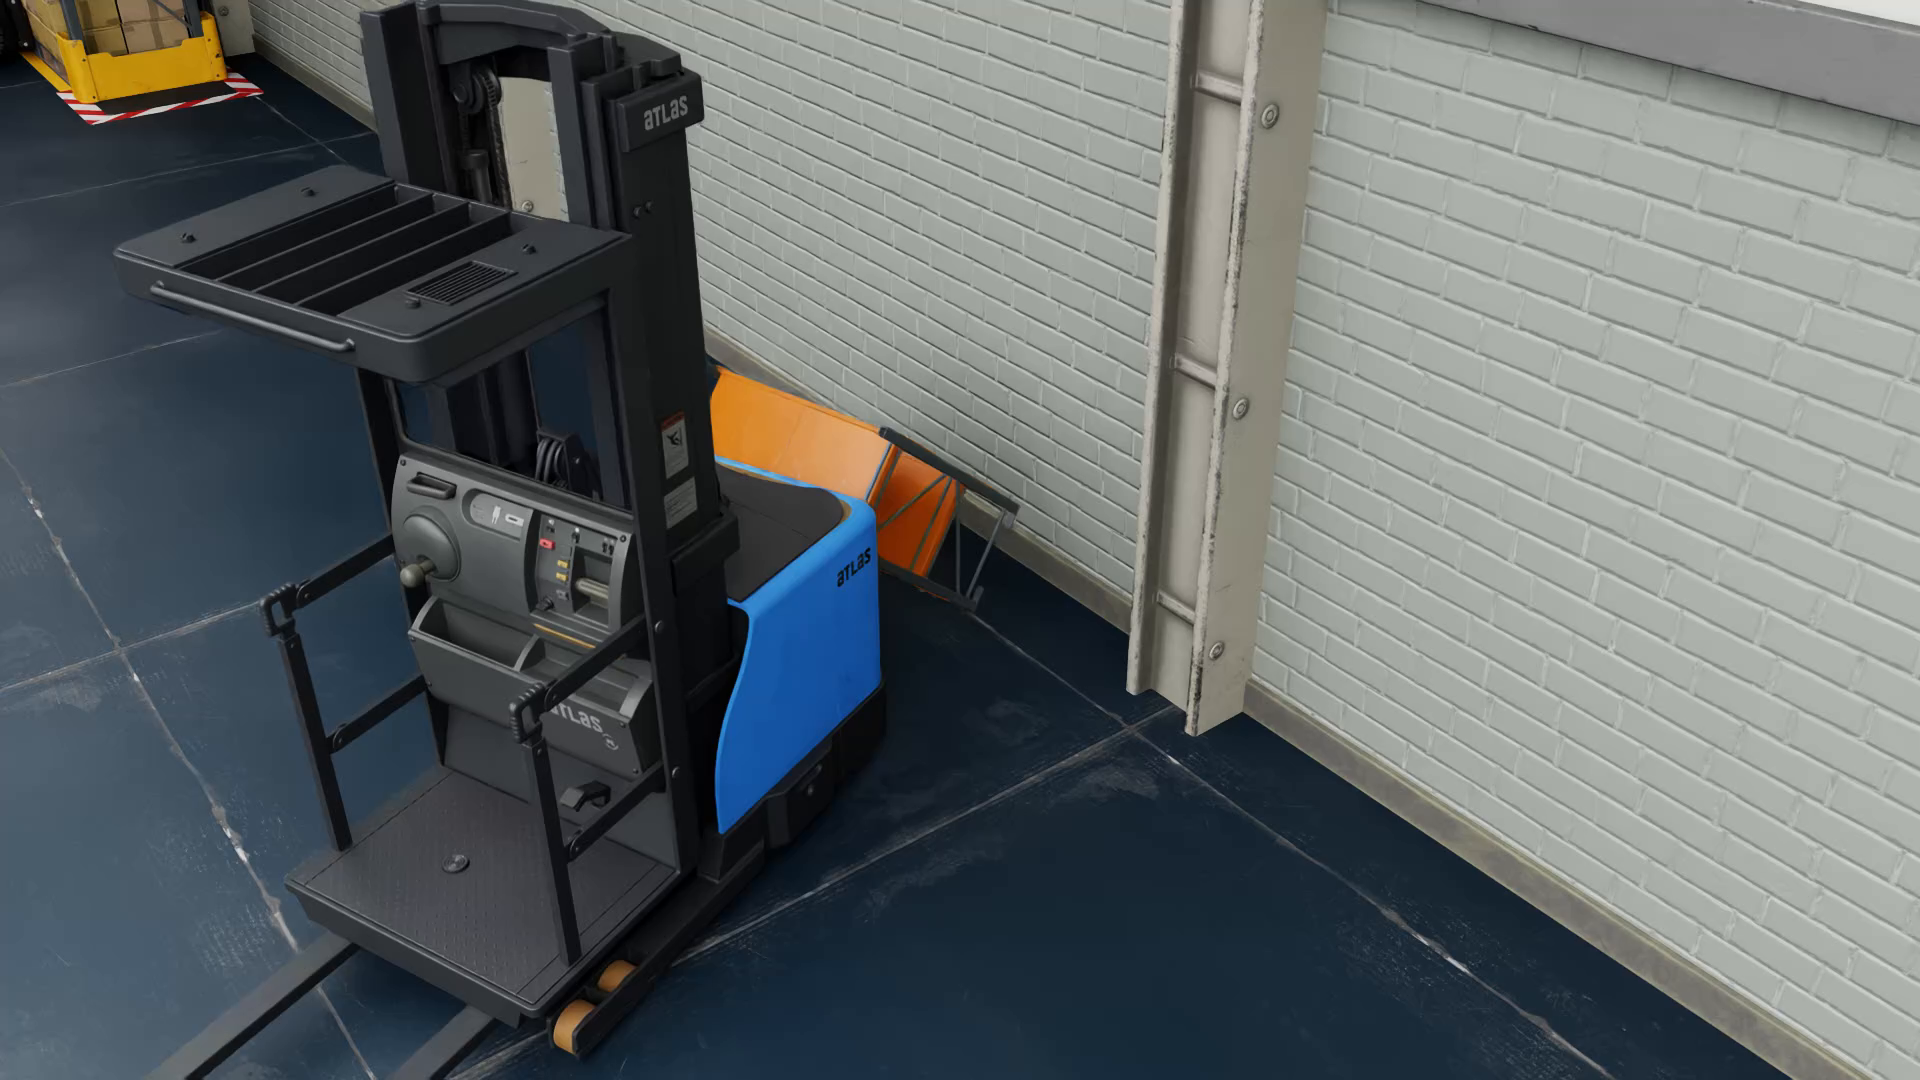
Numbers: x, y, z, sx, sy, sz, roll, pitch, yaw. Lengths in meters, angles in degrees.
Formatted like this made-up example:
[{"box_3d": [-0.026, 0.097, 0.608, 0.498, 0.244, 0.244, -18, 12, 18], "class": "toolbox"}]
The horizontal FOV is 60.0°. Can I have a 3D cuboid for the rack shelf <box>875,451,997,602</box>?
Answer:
[{"box_3d": [-0.400, -0.167, 7.196, 1.000, 0.538, 0.278, 22, -3, 32], "class": "rack shelf"}]

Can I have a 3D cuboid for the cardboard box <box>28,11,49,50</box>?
[{"box_3d": [-7.564, -4.368, 14.148, 0.500, 0.250, 0.500, -22, 38, -31], "class": "cardboard box"}]

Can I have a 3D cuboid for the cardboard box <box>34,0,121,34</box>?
[{"box_3d": [-7.274, -4.378, 13.691, 0.500, 0.250, 0.500, -23, 38, -32], "class": "cardboard box"}]

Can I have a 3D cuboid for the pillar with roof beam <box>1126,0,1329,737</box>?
[{"box_3d": [-2.486, -1.790, 2.103, 9.100, 9.000, 0.400, -22, 38, -31], "class": "pillar with roof beam"}]

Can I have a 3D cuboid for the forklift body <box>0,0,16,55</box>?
[{"box_3d": [-9.333, -4.893, 13.590, 2.313, 2.155, 1.214, -22, 38, -31], "class": "forklift body"}]

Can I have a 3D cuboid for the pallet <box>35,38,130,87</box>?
[{"box_3d": [-7.231, -4.175, 14.271, 1.003, 0.211, 1.213, -22, 38, -31], "class": "pallet"}]

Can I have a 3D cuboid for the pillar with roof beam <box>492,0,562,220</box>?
[{"box_3d": [-6.165, -4.291, 6.129, 9.100, 9.000, 0.400, -22, 38, -31], "class": "pillar with roof beam"}]

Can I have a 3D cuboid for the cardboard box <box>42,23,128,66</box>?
[{"box_3d": [-7.267, -4.158, 13.810, 0.500, 0.250, 0.500, -22, 38, -31], "class": "cardboard box"}]

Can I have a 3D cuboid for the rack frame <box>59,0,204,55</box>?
[{"box_3d": [-6.729, -5.054, 13.044, 1.000, 3.000, 0.127, -22, 38, -31], "class": "rack frame"}]

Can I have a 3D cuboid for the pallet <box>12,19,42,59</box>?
[{"box_3d": [-7.975, -4.683, 15.089, 1.003, 0.211, 1.213, -22, 38, -31], "class": "pallet"}]

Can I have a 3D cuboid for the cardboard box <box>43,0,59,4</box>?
[{"box_3d": [-7.258, -4.580, 13.542, 0.500, 0.250, 0.500, -21, 37, -30], "class": "cardboard box"}]

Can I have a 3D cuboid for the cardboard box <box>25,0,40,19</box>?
[{"box_3d": [-7.573, -4.591, 14.033, 0.500, 0.250, 0.500, -23, 38, -32], "class": "cardboard box"}]

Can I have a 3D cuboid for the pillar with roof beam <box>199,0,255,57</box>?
[{"box_3d": [-9.845, -6.791, 10.156, 9.100, 9.000, 0.400, -22, 38, -31], "class": "pillar with roof beam"}]

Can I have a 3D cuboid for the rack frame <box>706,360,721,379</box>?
[{"box_3d": [-0.914, -0.390, 7.259, 0.032, 0.500, 1.125, 22, -3, 32], "class": "rack frame"}]

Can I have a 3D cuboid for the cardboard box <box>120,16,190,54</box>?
[{"box_3d": [-6.876, -4.332, 14.090, 0.500, 0.250, 0.500, -22, 38, -31], "class": "cardboard box"}]

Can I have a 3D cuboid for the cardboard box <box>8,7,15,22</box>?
[{"box_3d": [-8.200, -4.789, 14.826, 0.500, 0.250, 0.500, -21, 38, -30], "class": "cardboard box"}]

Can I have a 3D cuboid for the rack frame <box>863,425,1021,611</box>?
[{"box_3d": [-0.117, -0.064, 6.719, 0.032, 0.500, 1.125, 22, -3, 32], "class": "rack frame"}]

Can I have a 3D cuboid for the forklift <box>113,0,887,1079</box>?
[{"box_3d": [-1.466, 0.076, 4.850, 1.130, 2.935, 3.031, 17, 36, 26], "class": "forklift"}]

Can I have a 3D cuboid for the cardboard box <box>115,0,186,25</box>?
[{"box_3d": [-6.853, -4.540, 13.951, 0.500, 0.250, 0.500, -21, 38, -31], "class": "cardboard box"}]

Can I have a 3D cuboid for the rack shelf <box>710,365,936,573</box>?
[{"box_3d": [-0.654, -0.299, 6.741, 1.000, 0.538, 0.278, 22, -3, 32], "class": "rack shelf"}]

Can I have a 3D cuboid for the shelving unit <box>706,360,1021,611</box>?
[{"box_3d": [-0.515, -0.227, 6.989, 1.048, 0.538, 1.125, 22, -3, 32], "class": "shelving unit"}]

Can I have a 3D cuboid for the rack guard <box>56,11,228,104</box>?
[{"box_3d": [-6.714, -3.982, 13.688, 1.175, 0.500, 0.348, -22, 38, -31], "class": "rack guard"}]

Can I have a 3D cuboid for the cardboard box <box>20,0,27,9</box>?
[{"box_3d": [-7.907, -4.799, 14.368, 0.500, 0.250, 0.500, -23, 39, -32], "class": "cardboard box"}]

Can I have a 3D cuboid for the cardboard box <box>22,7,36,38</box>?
[{"box_3d": [-7.864, -4.580, 14.489, 0.500, 0.250, 0.500, -22, 38, -31], "class": "cardboard box"}]
